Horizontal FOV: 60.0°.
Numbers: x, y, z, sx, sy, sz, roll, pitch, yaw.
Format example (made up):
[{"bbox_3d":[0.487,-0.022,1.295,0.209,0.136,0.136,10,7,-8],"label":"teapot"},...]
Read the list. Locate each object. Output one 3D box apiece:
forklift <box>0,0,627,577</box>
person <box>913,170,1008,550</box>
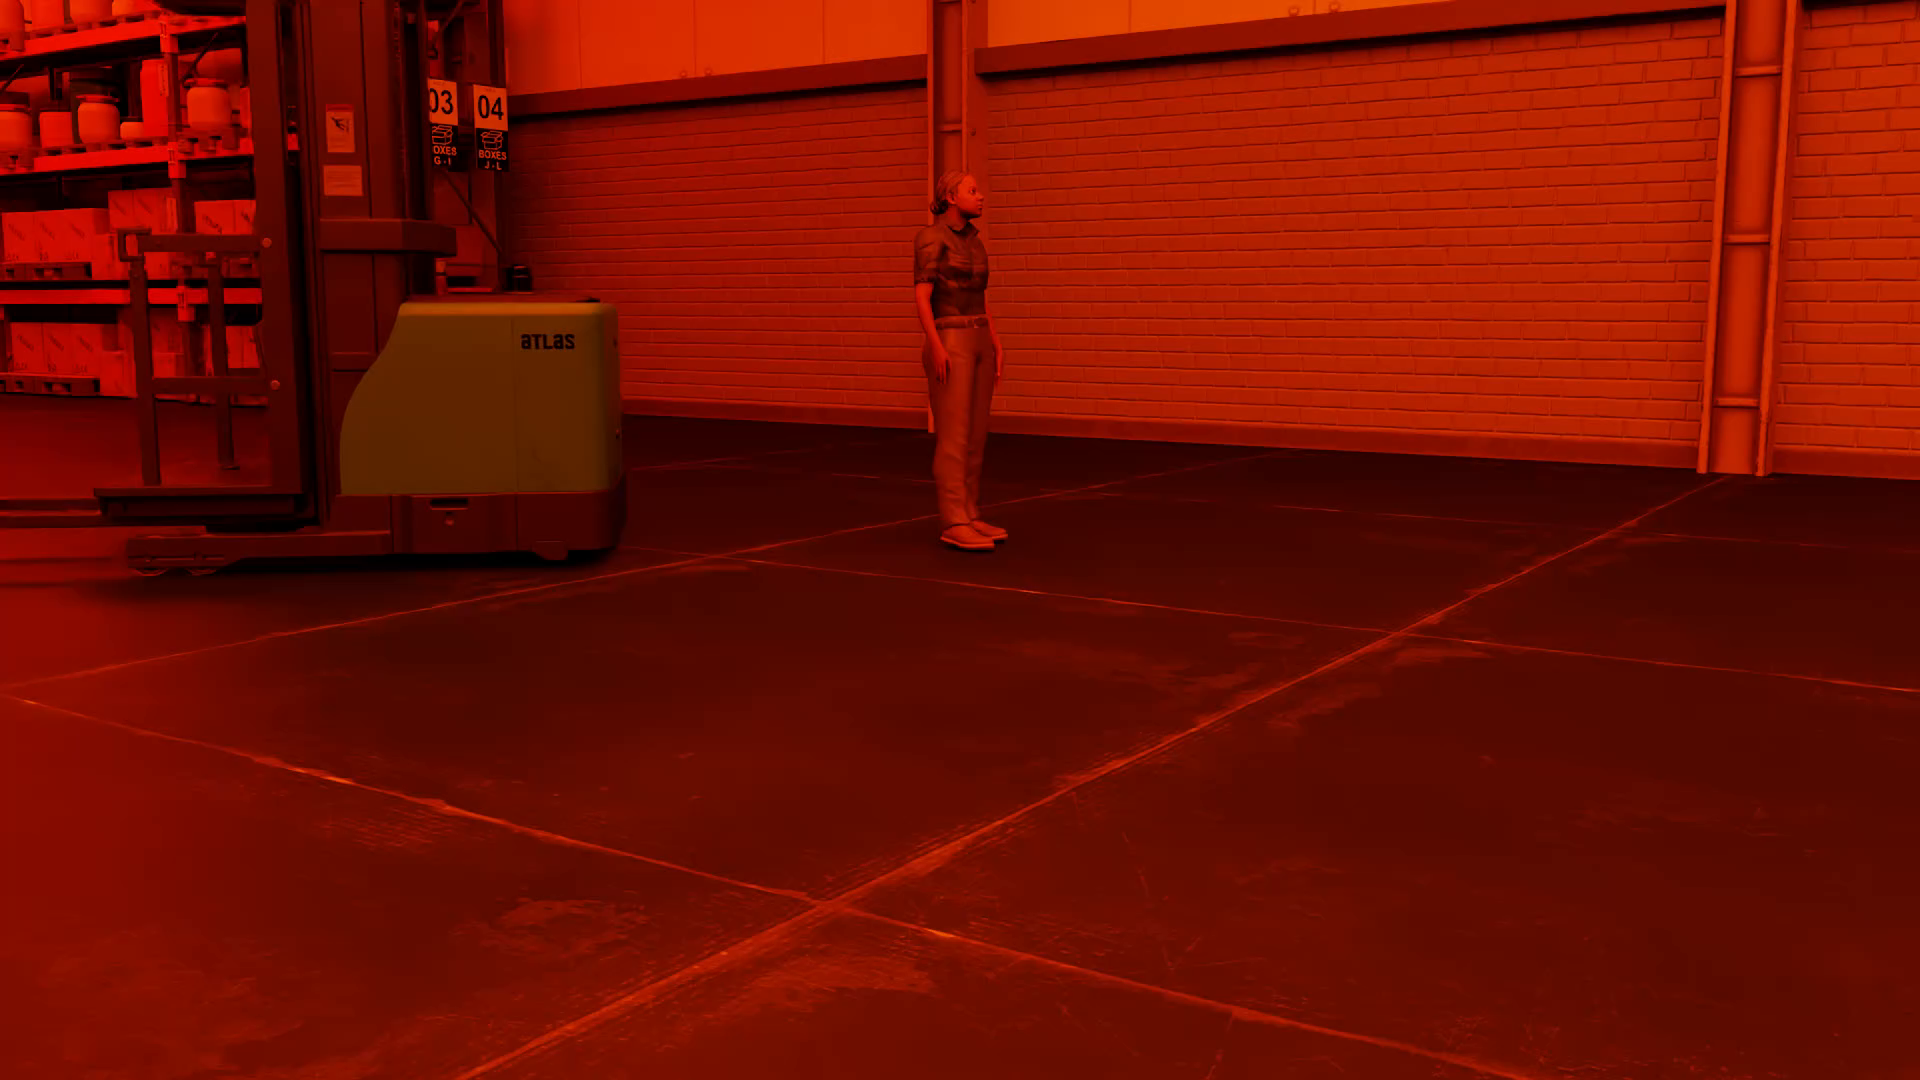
[{"bbox_3d":[-2.996,-1.385,6.933,3.031,2.935,1.130,-1,8,-8],"label":"forklift"},{"bbox_3d":[0.062,-0.811,7.423,0.503,1.644,0.570,5,10,34],"label":"person"}]
